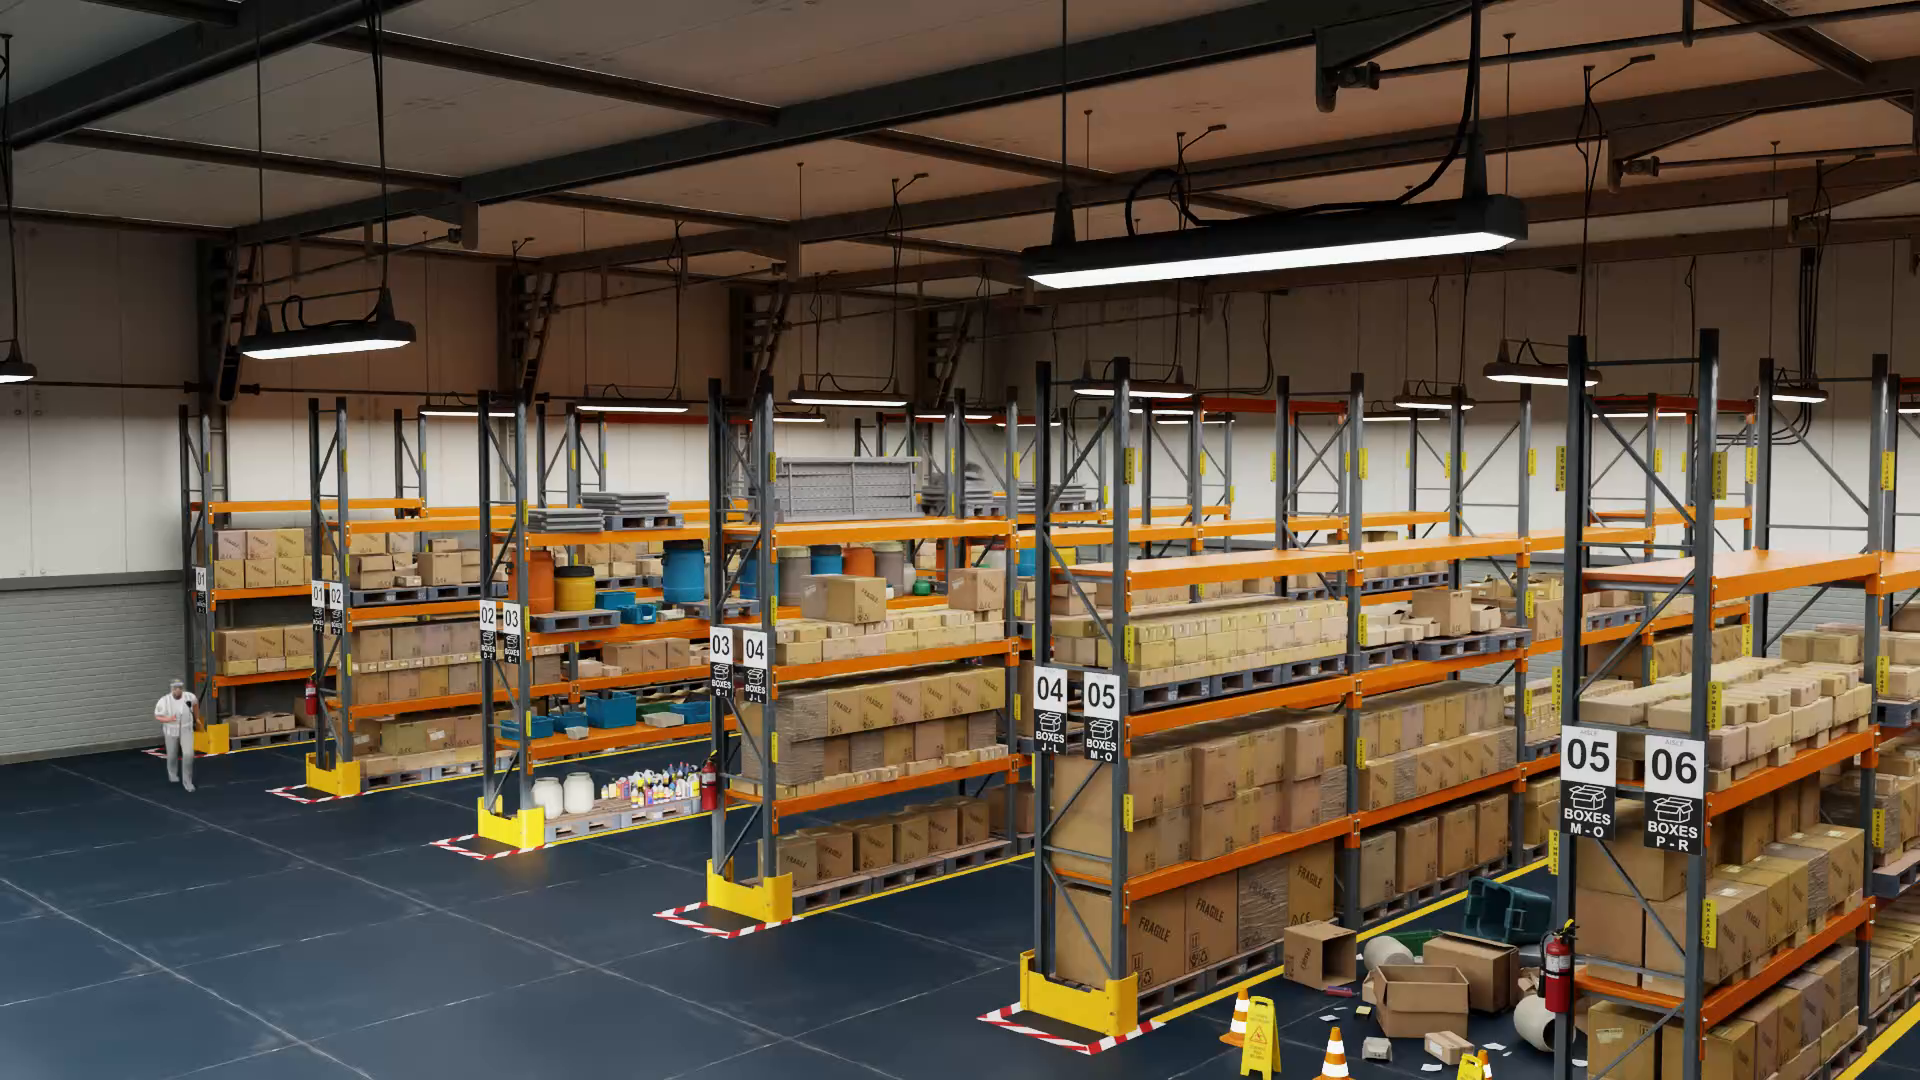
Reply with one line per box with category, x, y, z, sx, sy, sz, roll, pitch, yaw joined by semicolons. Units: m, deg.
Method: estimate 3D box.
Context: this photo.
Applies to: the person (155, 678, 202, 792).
person;-12.003;2.962;25.552;0.666;1.755;1.000;-2;3;-28
